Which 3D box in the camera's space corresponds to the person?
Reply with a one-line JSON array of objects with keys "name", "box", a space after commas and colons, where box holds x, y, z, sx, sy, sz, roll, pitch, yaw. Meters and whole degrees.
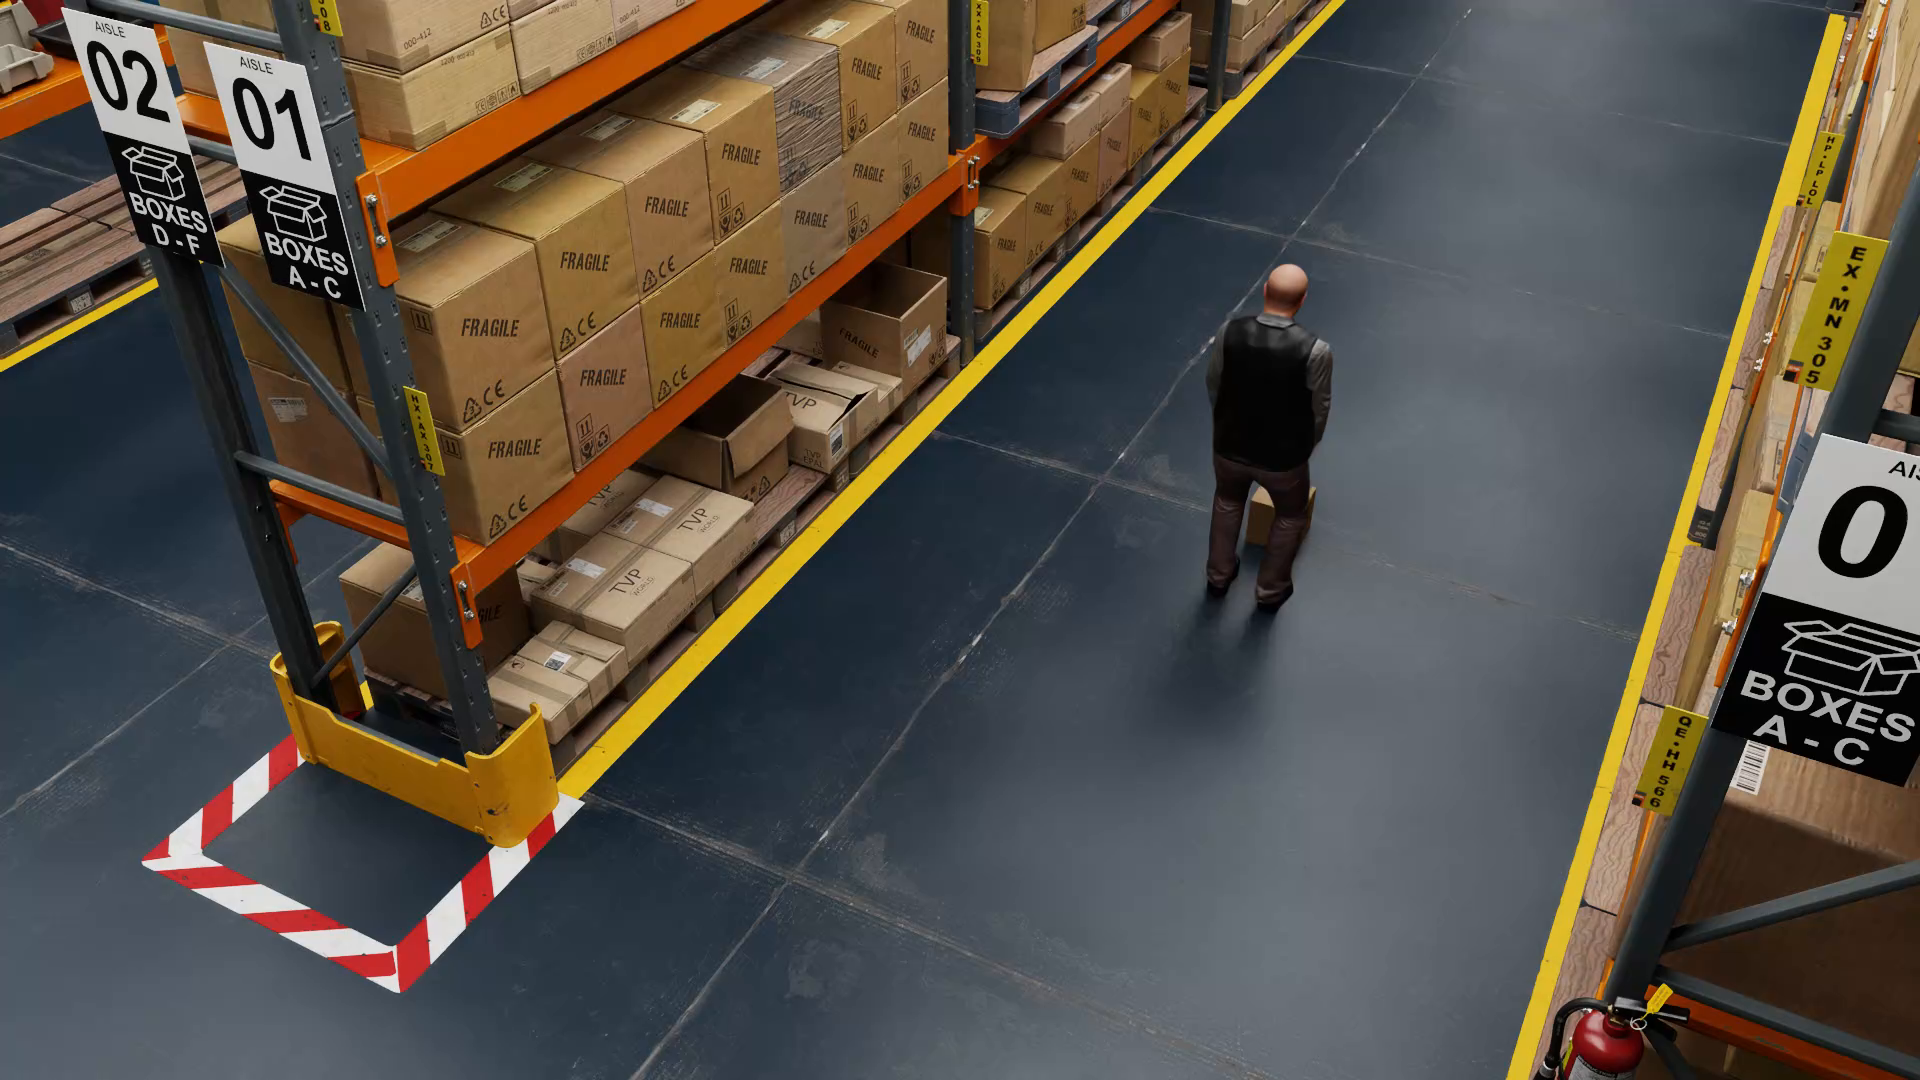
[{"name": "person", "box": [1.332, -0.430, 7.386, 0.563, 1.658, 0.420, 19, 41, 22]}]
